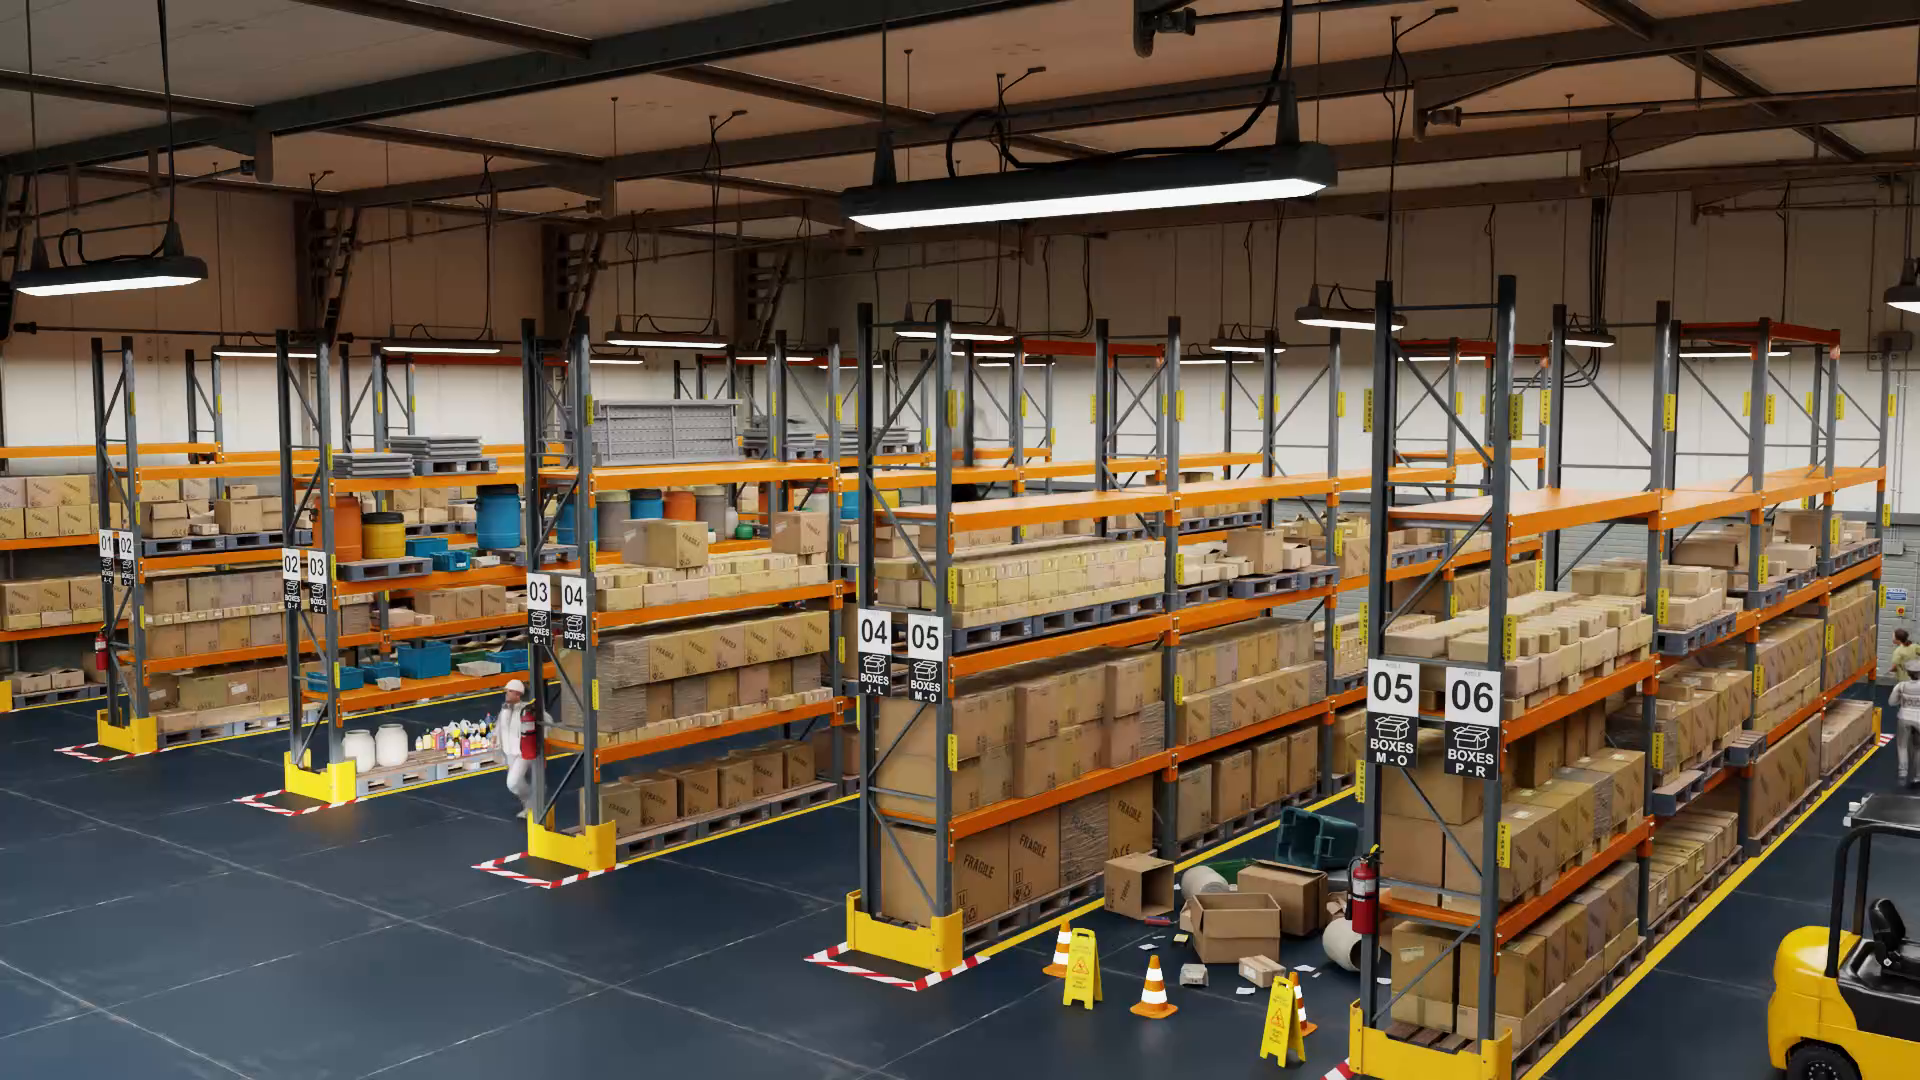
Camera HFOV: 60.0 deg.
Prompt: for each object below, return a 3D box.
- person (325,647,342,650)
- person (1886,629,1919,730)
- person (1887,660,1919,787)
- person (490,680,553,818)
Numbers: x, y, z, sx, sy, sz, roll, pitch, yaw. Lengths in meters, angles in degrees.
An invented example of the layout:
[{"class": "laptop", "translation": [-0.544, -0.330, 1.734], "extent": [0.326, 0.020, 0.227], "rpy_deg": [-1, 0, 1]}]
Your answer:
[{"class": "person", "translation": [-11.100, 1.743, 29.366], "extent": [0.692, 1.723, 0.607], "rpy_deg": [3, 6, 28]}, {"class": "person", "translation": [14.601, 2.149, 25.610], "extent": [0.729, 1.589, 0.528], "rpy_deg": [-1, 5, -14]}, {"class": "person", "translation": [12.482, 2.404, 21.779], "extent": [0.611, 1.681, 0.921], "rpy_deg": [3, 6, 31]}, {"class": "person", "translation": [-5.322, 2.546, 20.069], "extent": [0.678, 1.726, 0.756], "rpy_deg": [3, 6, 29]}]
